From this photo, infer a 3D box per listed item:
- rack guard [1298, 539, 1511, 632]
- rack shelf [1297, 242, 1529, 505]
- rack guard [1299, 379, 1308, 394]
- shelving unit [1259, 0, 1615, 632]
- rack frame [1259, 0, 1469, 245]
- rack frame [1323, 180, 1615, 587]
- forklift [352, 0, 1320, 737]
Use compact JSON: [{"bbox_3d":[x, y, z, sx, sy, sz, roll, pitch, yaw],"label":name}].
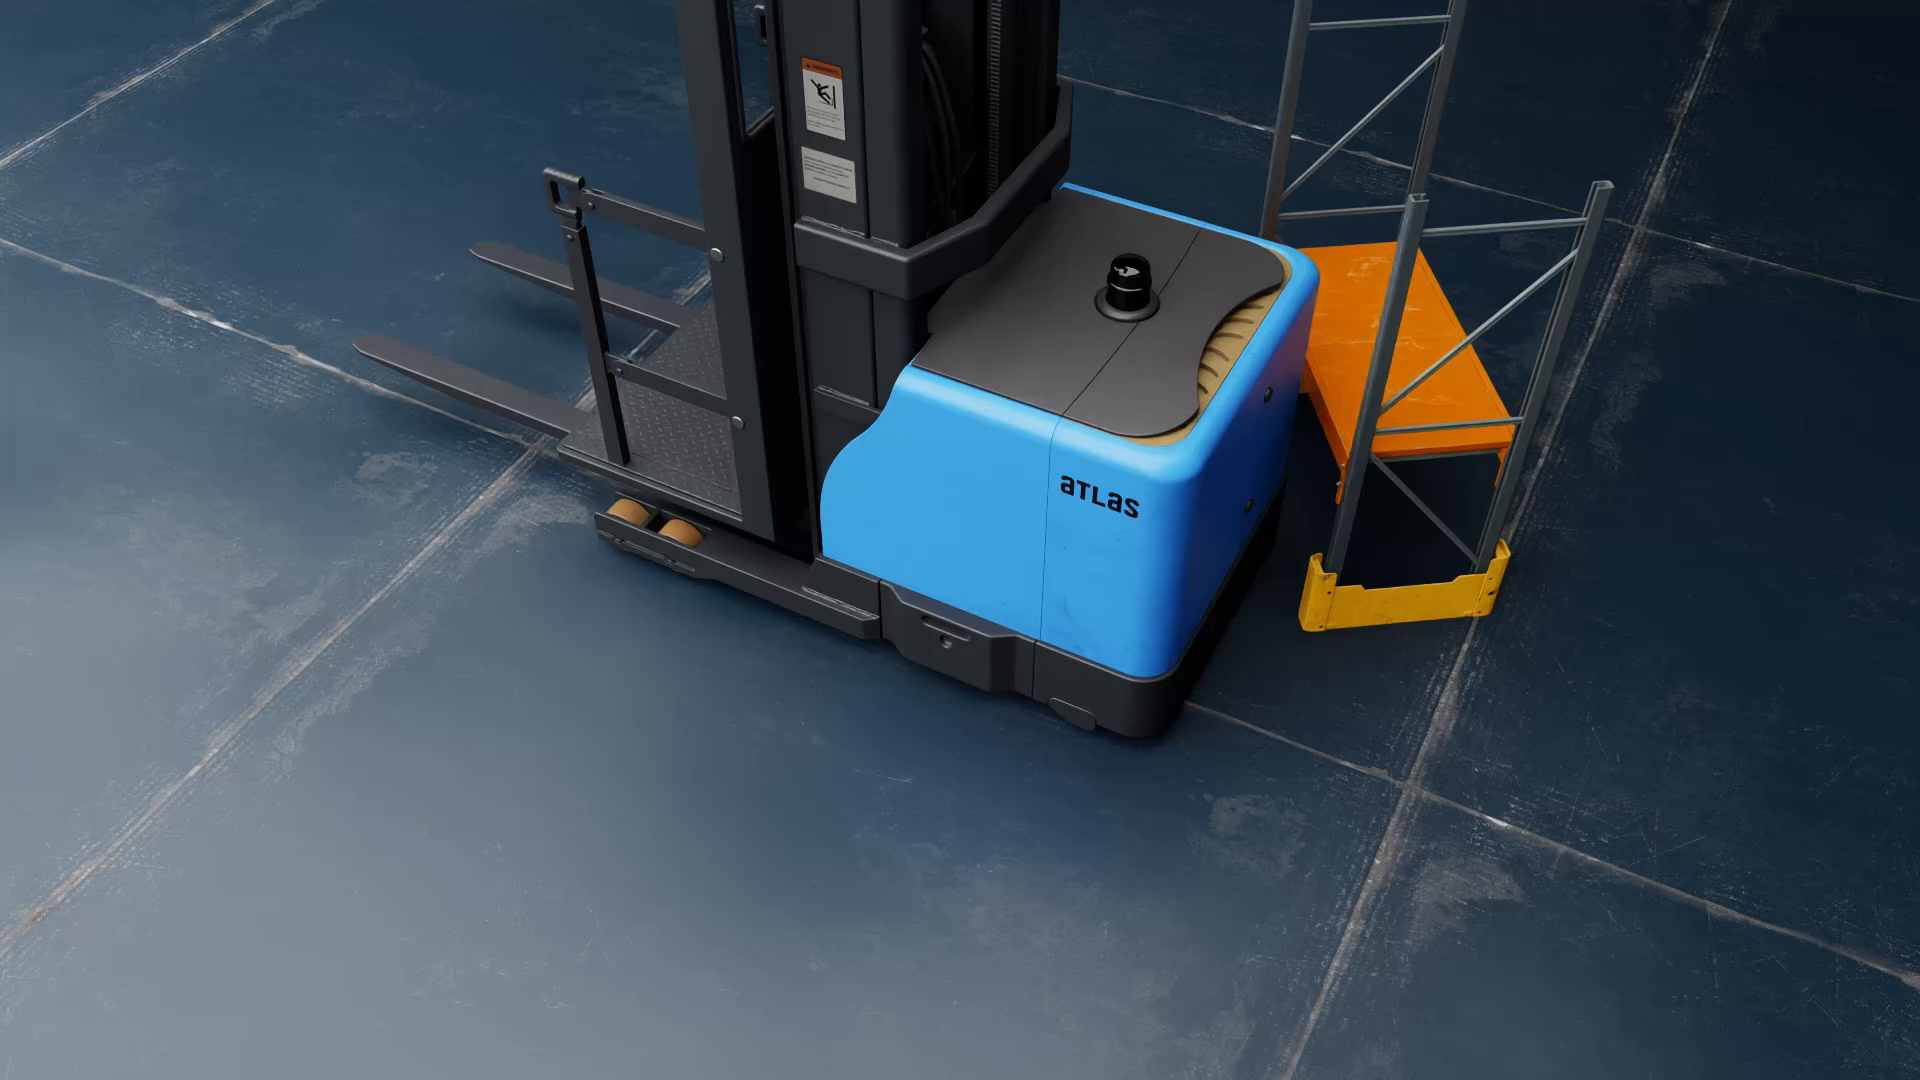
[{"bbox_3d":[1.315,0.134,4.942,0.587,0.250,0.087,-5,46,-5],"label":"rack guard"},{"bbox_3d":[1.254,-0.537,4.979,0.538,0.185,1.000,-5,46,-5],"label":"rack shelf"},{"bbox_3d":[1.195,-0.569,5.637,0.587,0.250,0.087,-5,46,-5],"label":"rack guard"},{"bbox_3d":[1.255,-0.657,4.845,0.587,1.500,1.083,-5,46,-5],"label":"shelving unit"},{"bbox_3d":[1.193,-1.022,5.206,0.500,1.500,0.032,-5,46,-5],"label":"rack frame"},{"bbox_3d":[1.315,-0.305,4.496,0.500,1.500,0.032,-5,46,-5],"label":"rack frame"},{"bbox_3d":[-0.553,-1.239,4.414,3.031,2.935,1.130,21,49,19],"label":"forklift"}]
